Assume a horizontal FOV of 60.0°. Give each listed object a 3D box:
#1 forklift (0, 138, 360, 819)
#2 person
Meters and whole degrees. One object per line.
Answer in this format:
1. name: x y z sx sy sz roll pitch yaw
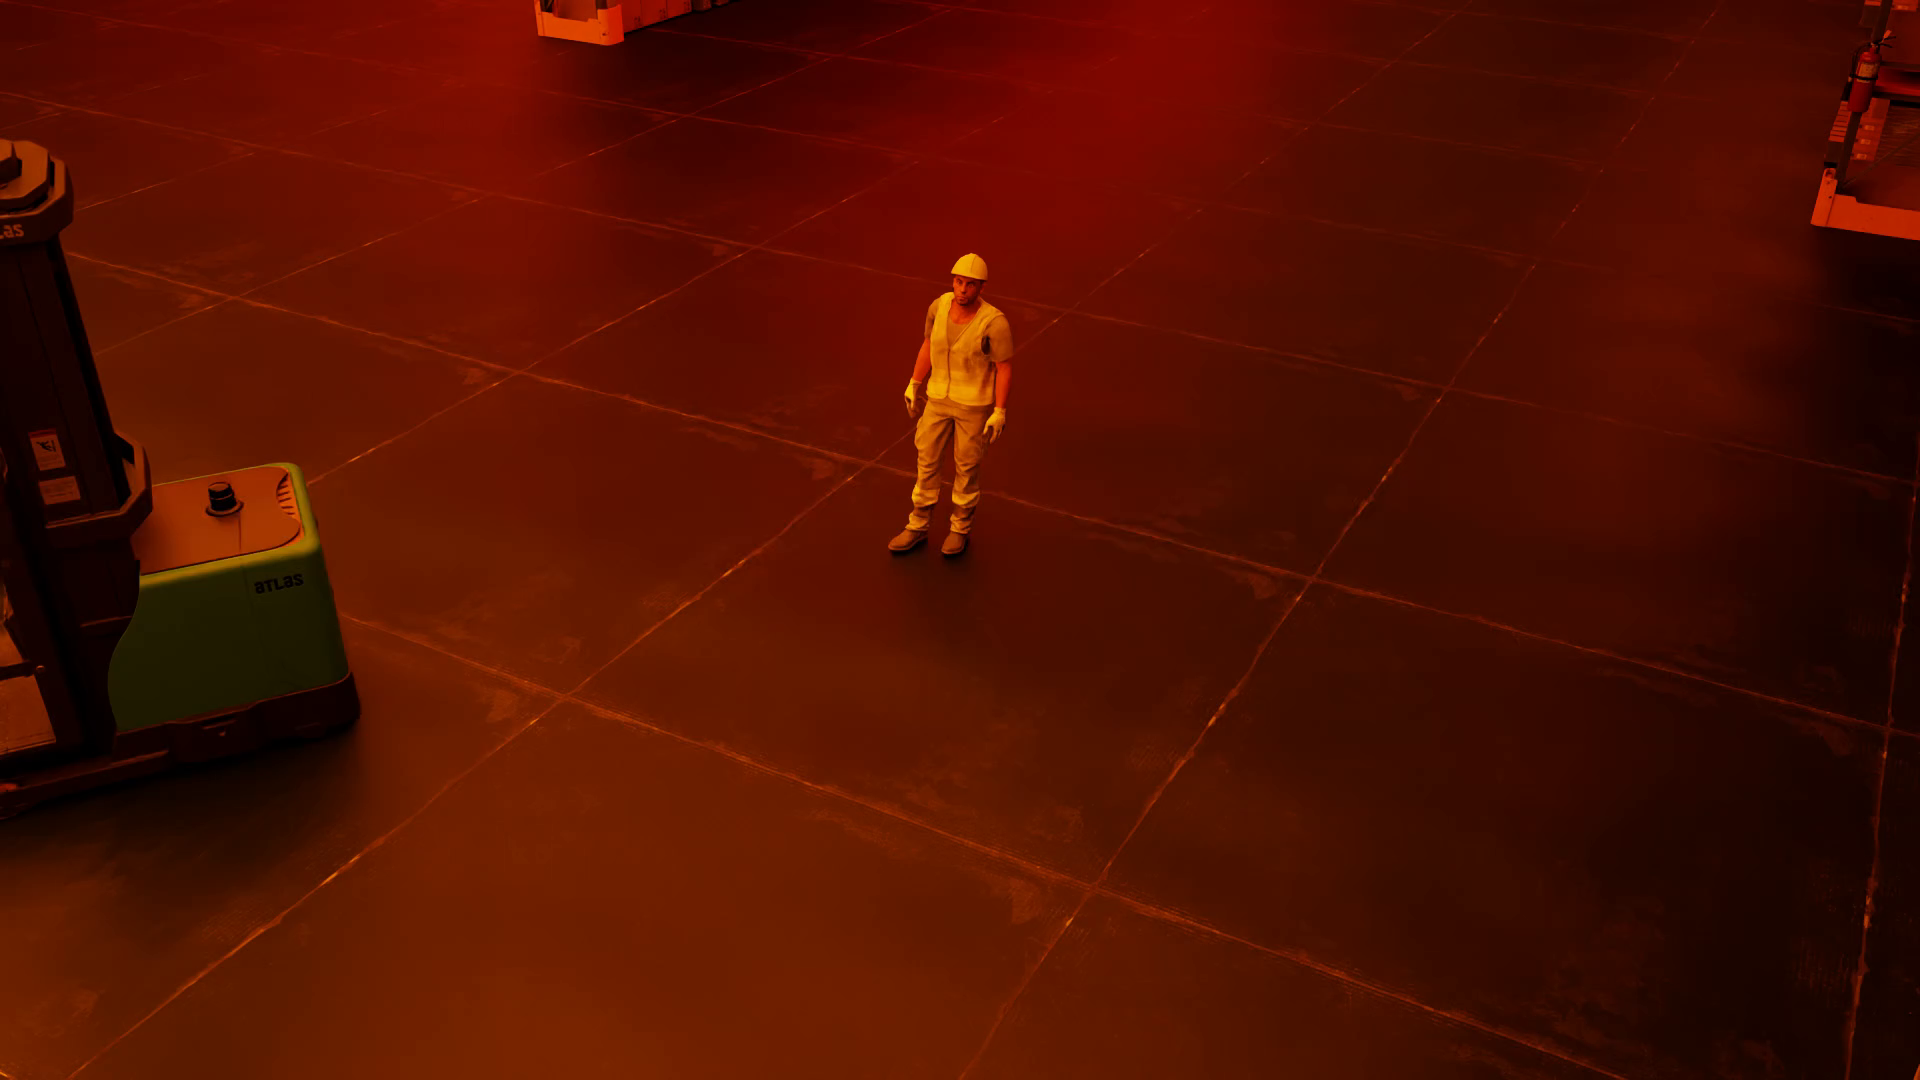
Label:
1. forklift: -4.578 -0.233 7.474 3.031 2.935 1.130 -13 32 -21
2. person: -0.050 -0.749 9.496 0.637 1.790 0.562 15 33 25
